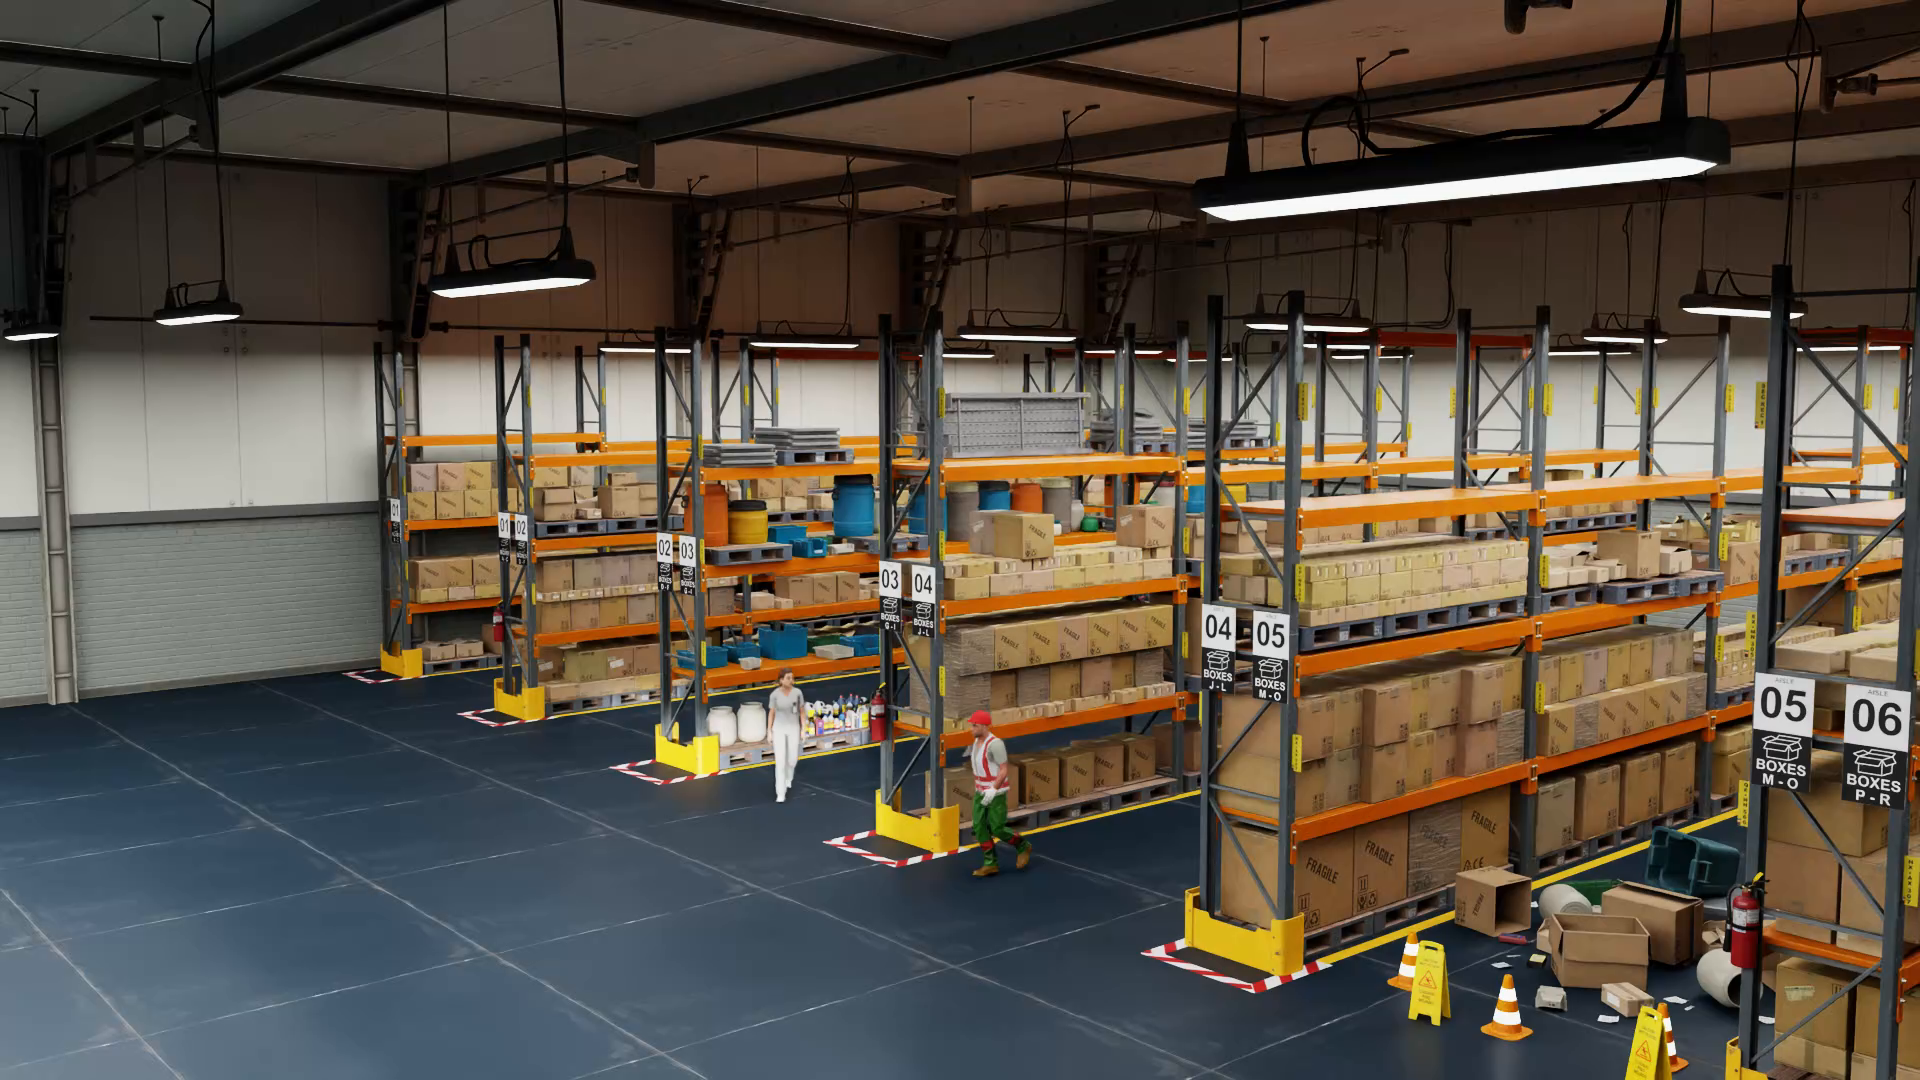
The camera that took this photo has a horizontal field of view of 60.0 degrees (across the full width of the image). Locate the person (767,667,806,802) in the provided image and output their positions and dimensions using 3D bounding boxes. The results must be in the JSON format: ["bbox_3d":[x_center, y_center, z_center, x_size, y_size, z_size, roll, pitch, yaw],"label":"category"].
[{"bbox_3d":[-2.202,2.427,21.094,0.481,1.637,0.878,-1,5,-15],"label":"person"}]

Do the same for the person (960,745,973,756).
[{"bbox_3d":[0.267,2.226,23.384,0.500,1.734,0.537,-2,6,-21],"label":"person"}]

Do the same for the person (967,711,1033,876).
[{"bbox_3d":[0.409,2.678,17.778,0.728,1.759,0.614,-3,6,-33],"label":"person"}]
